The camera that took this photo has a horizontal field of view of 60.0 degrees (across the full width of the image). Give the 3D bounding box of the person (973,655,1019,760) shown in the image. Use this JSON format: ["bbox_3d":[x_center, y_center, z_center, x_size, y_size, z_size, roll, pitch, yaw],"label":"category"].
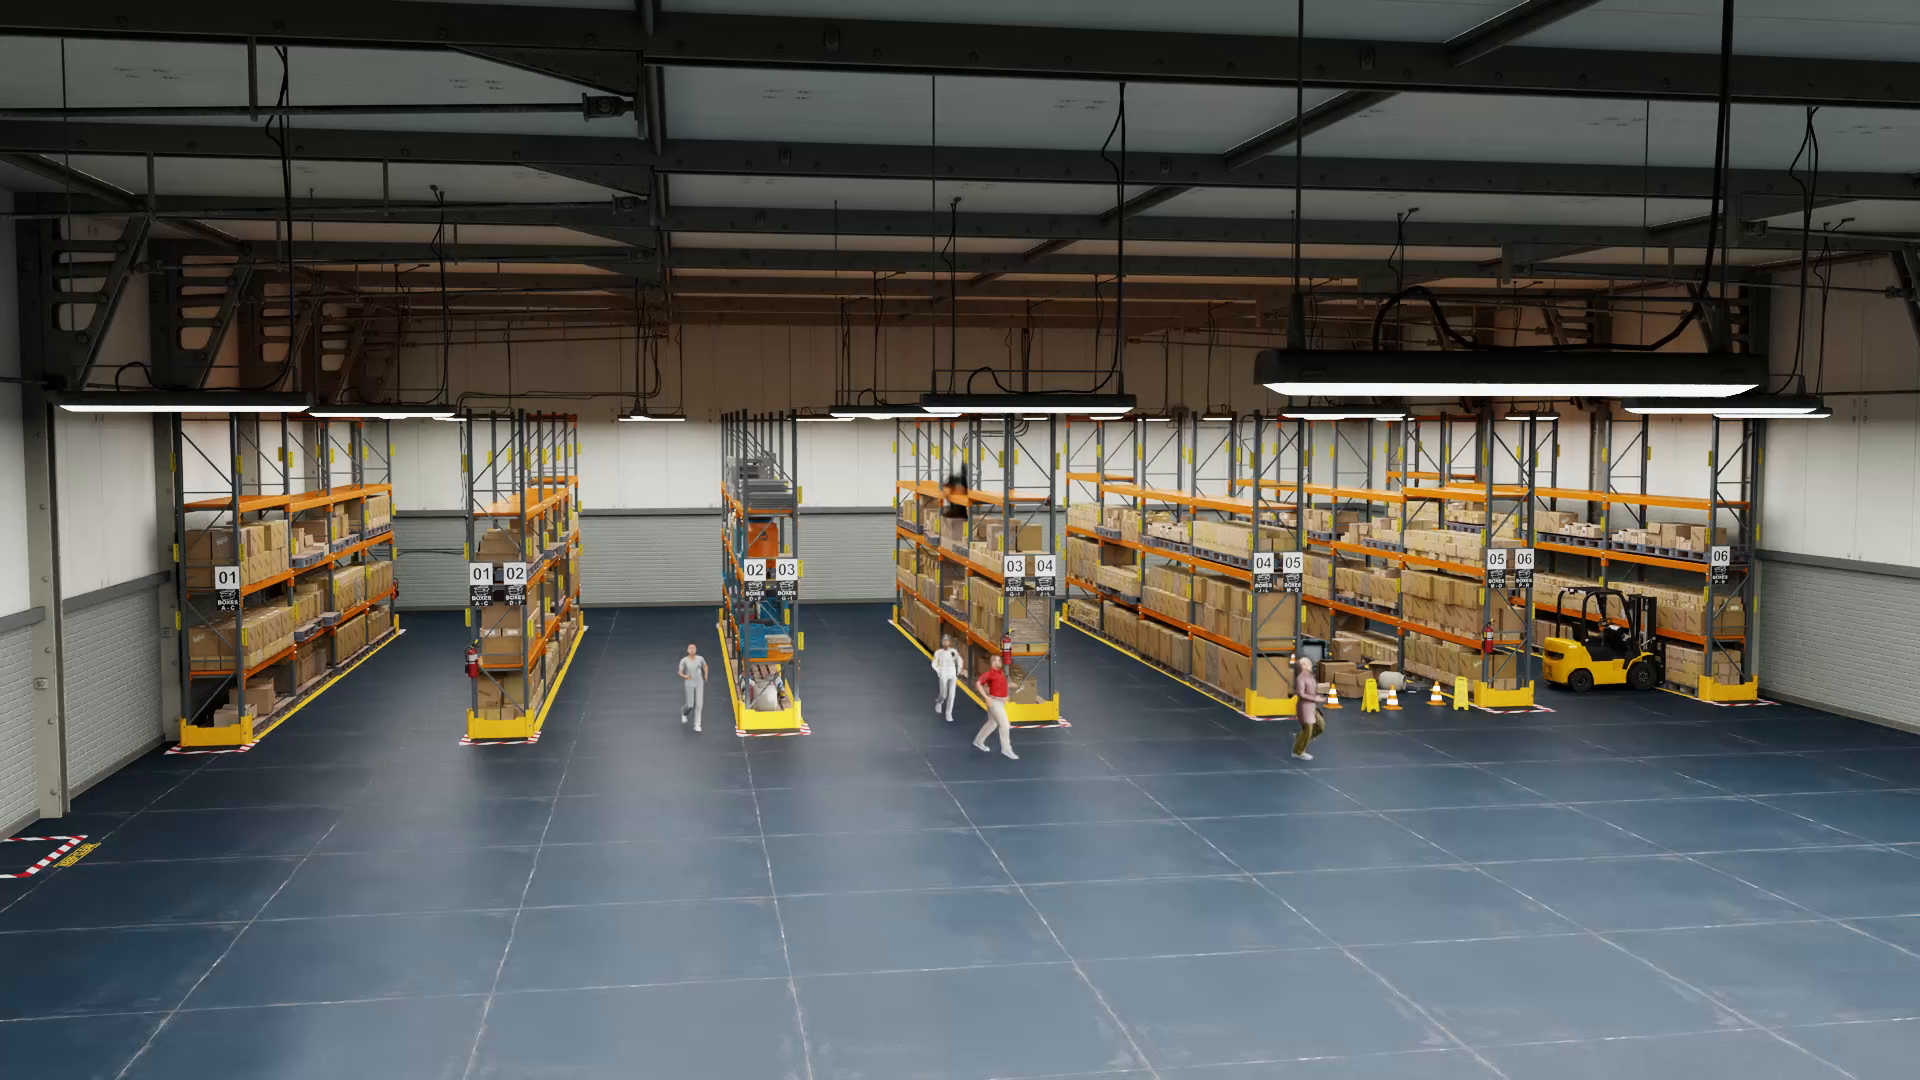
[{"bbox_3d":[0.613,2.858,28.599,0.885,1.772,0.649,1,4,17],"label":"person"}]

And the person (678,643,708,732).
[{"bbox_3d":[-4.970,2.741,31.165,0.583,1.609,0.856,-1,4,-19],"label":"person"}]

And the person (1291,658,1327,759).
[{"bbox_3d":[5.960,2.873,28.367,0.626,1.739,0.696,2,5,29],"label":"person"}]

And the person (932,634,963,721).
[{"bbox_3d":[-0.222,2.653,32.269,0.625,1.642,0.724,0,4,-6],"label":"person"}]
